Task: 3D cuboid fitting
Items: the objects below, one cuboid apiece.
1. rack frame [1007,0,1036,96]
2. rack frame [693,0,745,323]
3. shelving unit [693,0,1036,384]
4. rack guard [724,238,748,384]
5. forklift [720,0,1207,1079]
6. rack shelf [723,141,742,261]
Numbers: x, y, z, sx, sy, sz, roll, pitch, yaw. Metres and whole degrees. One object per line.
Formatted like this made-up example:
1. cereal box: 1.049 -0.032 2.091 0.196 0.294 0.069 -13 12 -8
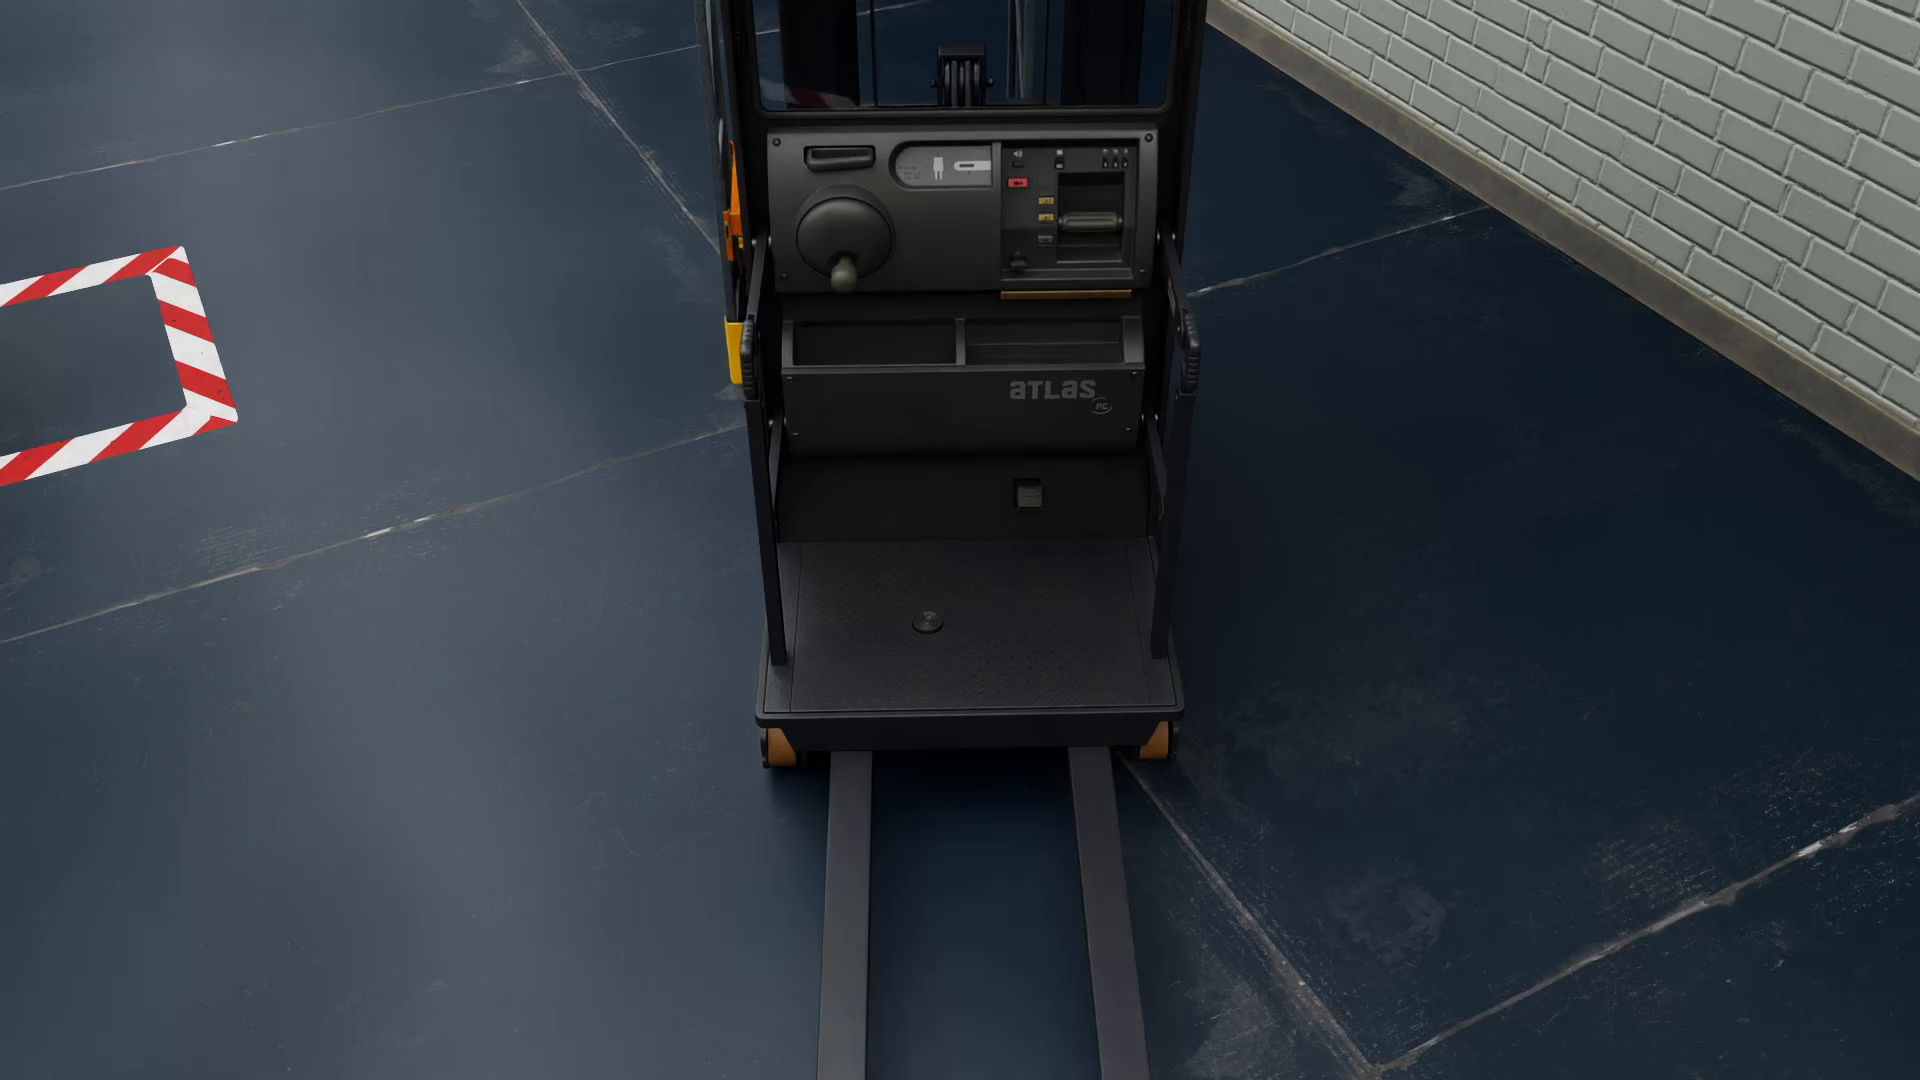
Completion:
1. rack frame: 0.199 -1.369 5.706 0.032 1.500 0.500 -3 40 -3
2. rack frame: -0.814 -1.316 5.644 0.032 1.500 0.500 -3 40 -3
3. shelving unit: -0.298 -1.343 5.676 1.083 1.500 0.587 -3 40 -3
4. rack guard: -0.795 -0.840 6.049 0.087 0.250 0.587 -3 40 -3
5. forklift: 0.015 -0.714 3.825 1.130 2.935 3.031 -1 40 -1
6. rack shelf: -0.307 -1.205 5.791 1.000 0.185 0.538 -3 40 -3
